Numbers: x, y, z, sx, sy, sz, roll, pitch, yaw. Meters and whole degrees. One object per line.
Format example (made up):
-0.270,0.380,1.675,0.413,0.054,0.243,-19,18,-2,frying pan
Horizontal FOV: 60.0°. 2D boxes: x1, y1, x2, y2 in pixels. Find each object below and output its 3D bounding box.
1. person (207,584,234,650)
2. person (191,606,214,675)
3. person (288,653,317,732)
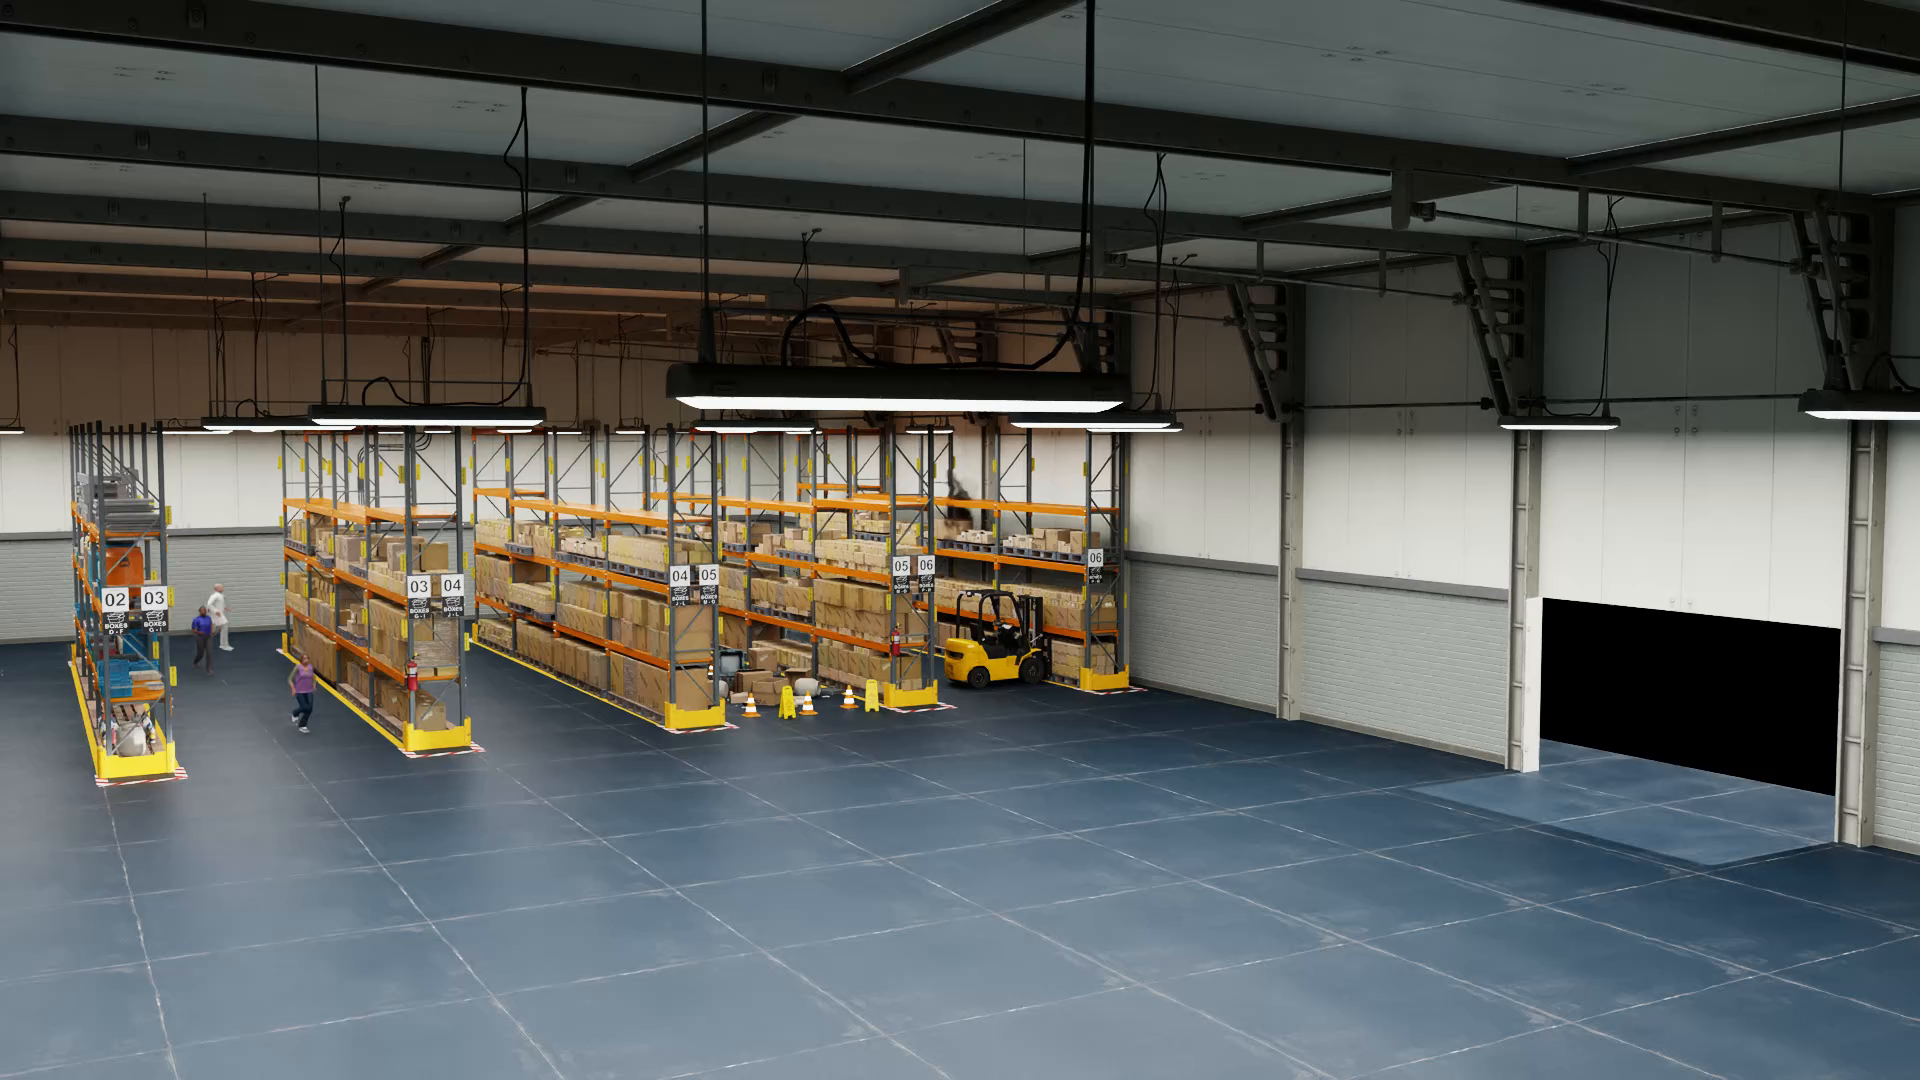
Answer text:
-20.015,2.075,44.681,0.923,1.813,0.706,-1,4,-16,person
-18.277,2.417,40.178,0.892,1.654,0.581,3,5,44,person
-12.744,2.975,32.287,0.577,1.528,0.522,3,5,43,person
